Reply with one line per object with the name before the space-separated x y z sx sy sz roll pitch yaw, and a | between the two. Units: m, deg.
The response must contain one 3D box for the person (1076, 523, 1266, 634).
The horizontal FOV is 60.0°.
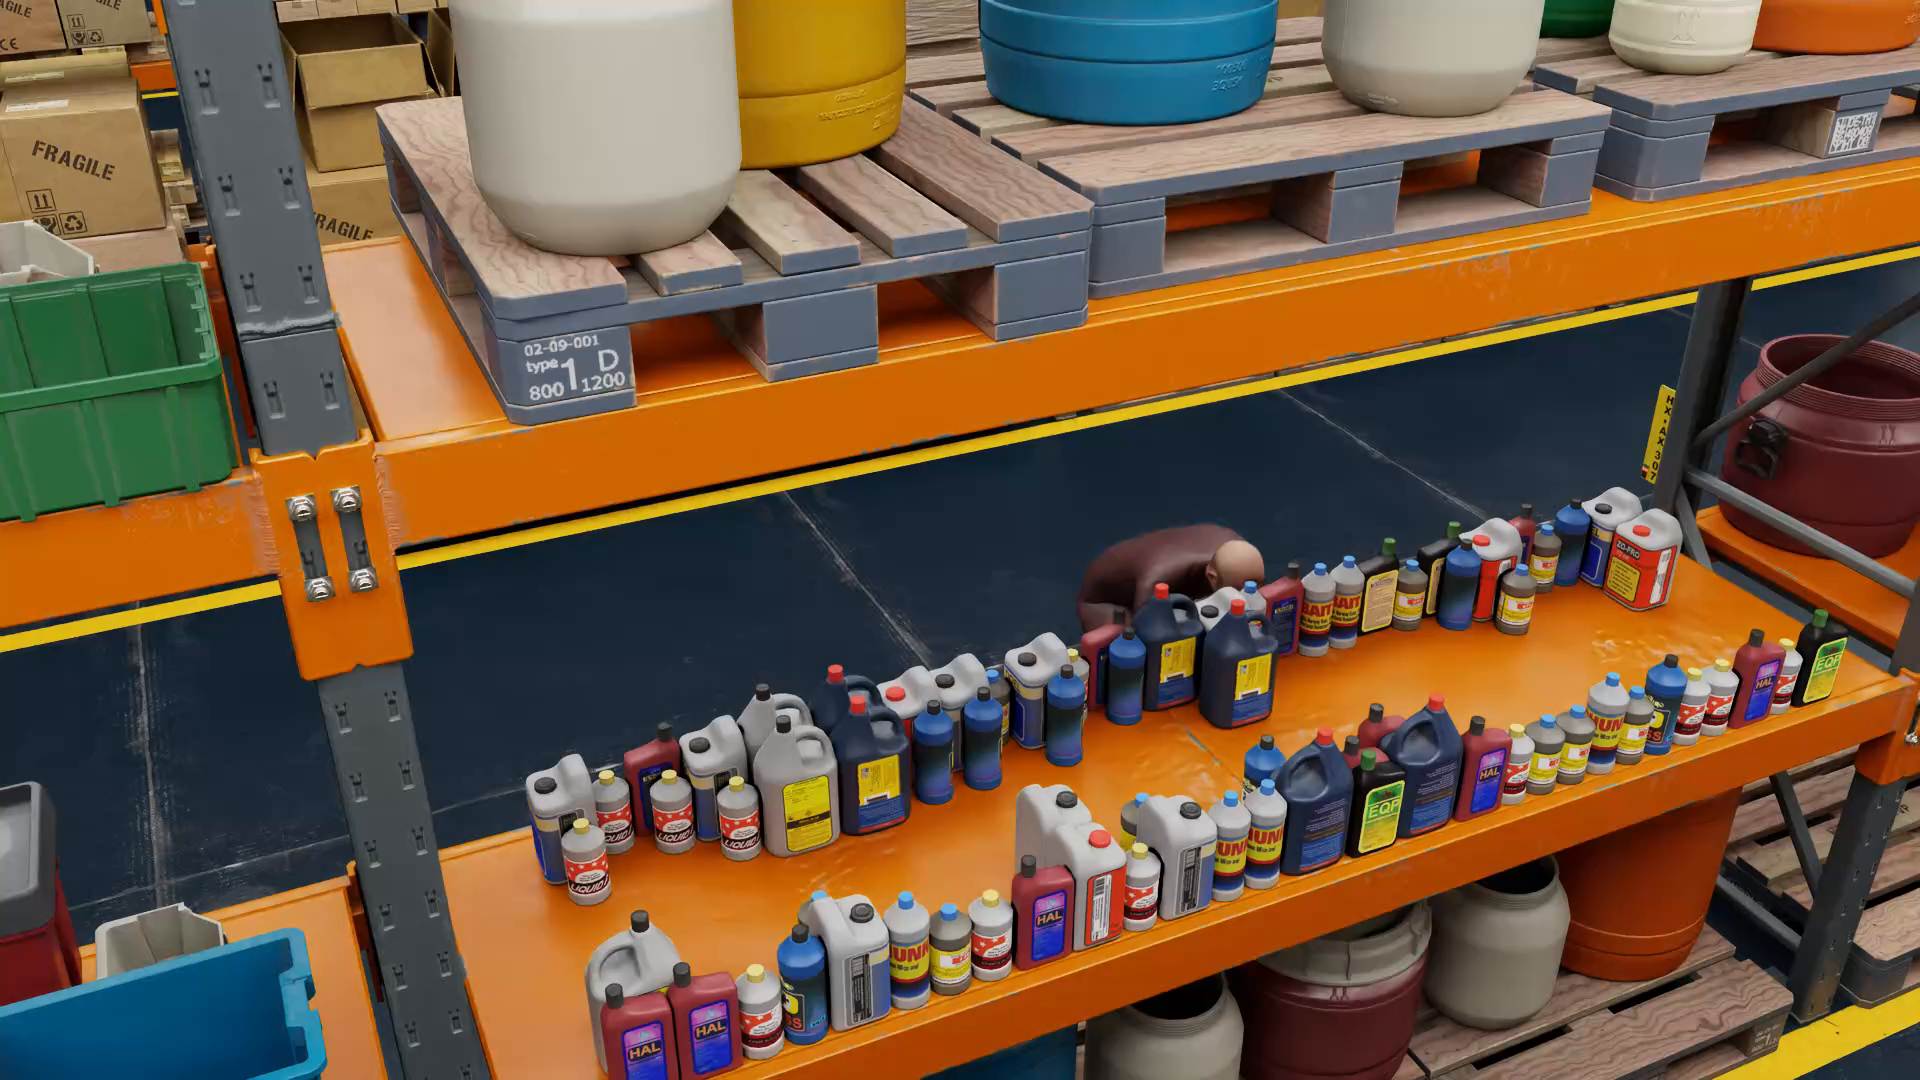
person | 0.800 0.355 6.231 0.614 1.072 0.880 -13 32 -22
